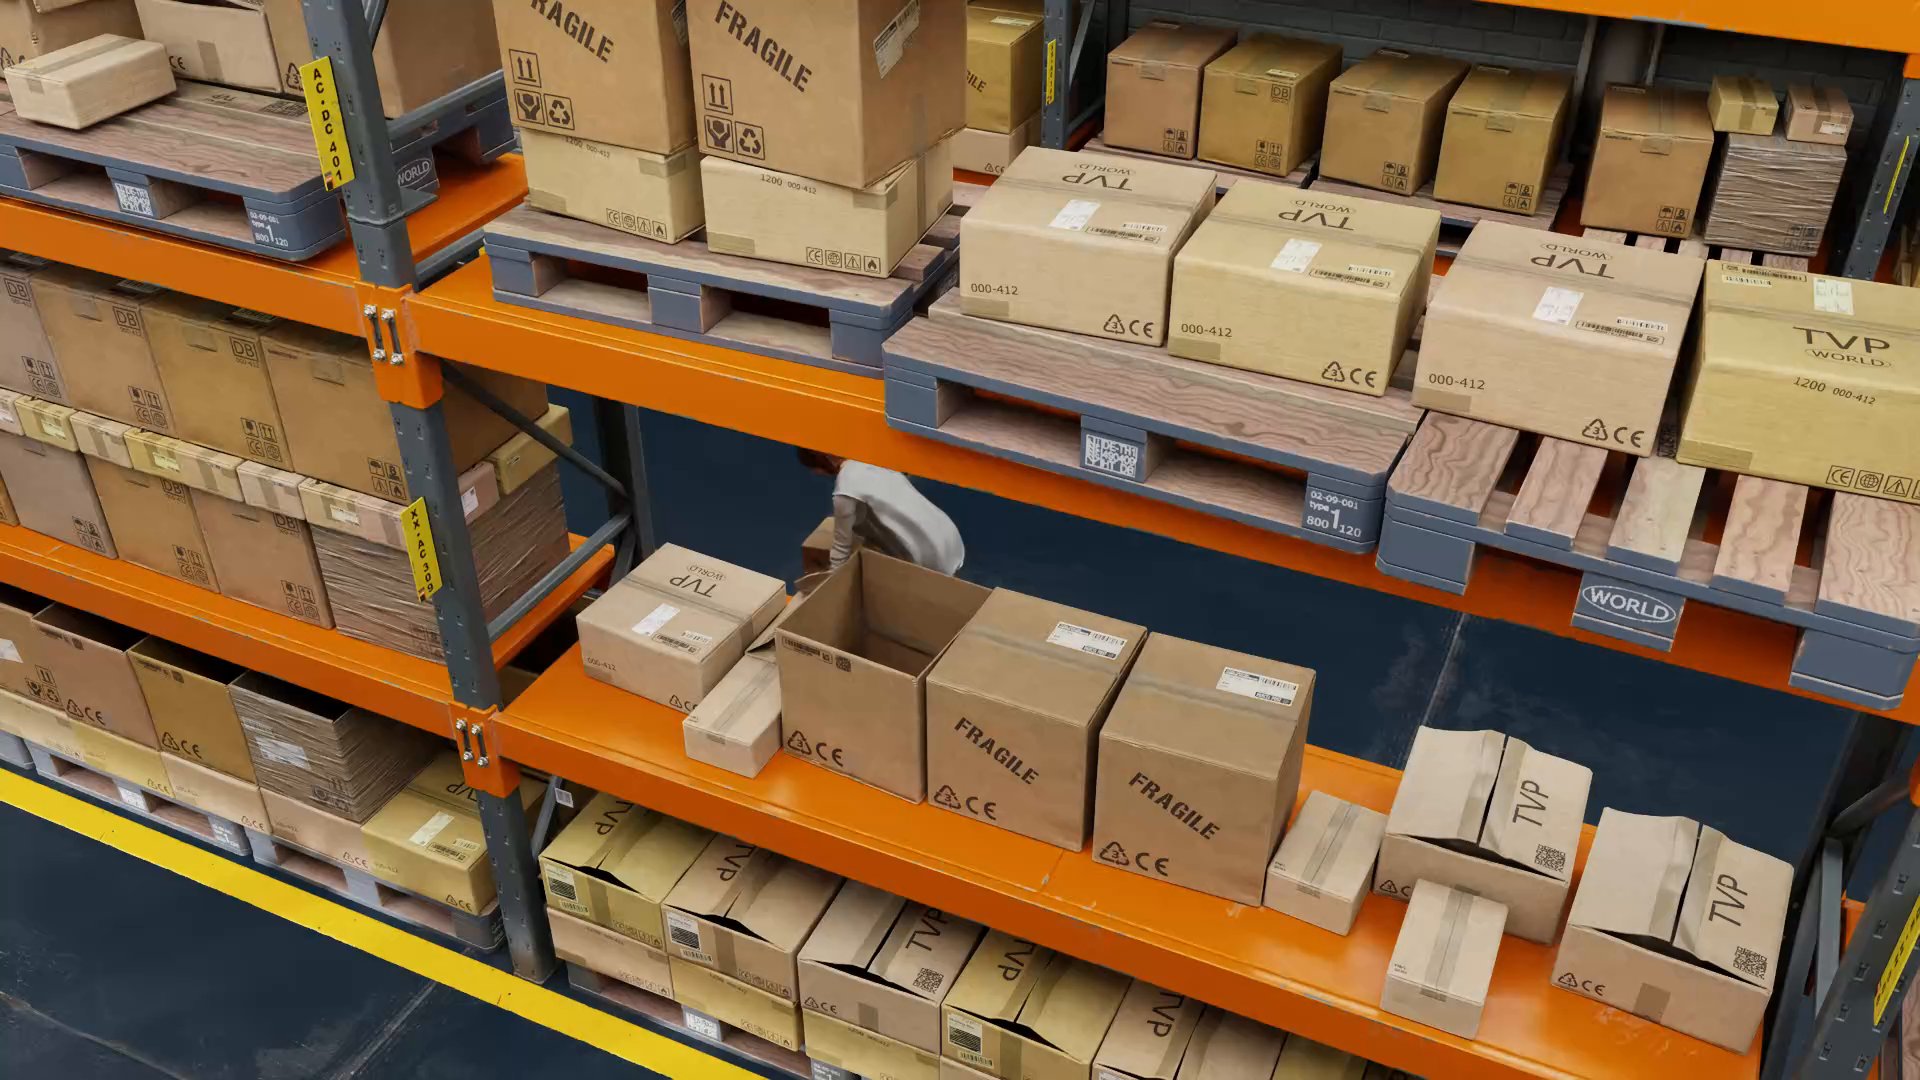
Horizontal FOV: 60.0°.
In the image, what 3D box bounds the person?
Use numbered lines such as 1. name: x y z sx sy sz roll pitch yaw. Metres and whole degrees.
1. person: -0.337 0.141 7.147 0.728 1.373 0.381 13 36 19
